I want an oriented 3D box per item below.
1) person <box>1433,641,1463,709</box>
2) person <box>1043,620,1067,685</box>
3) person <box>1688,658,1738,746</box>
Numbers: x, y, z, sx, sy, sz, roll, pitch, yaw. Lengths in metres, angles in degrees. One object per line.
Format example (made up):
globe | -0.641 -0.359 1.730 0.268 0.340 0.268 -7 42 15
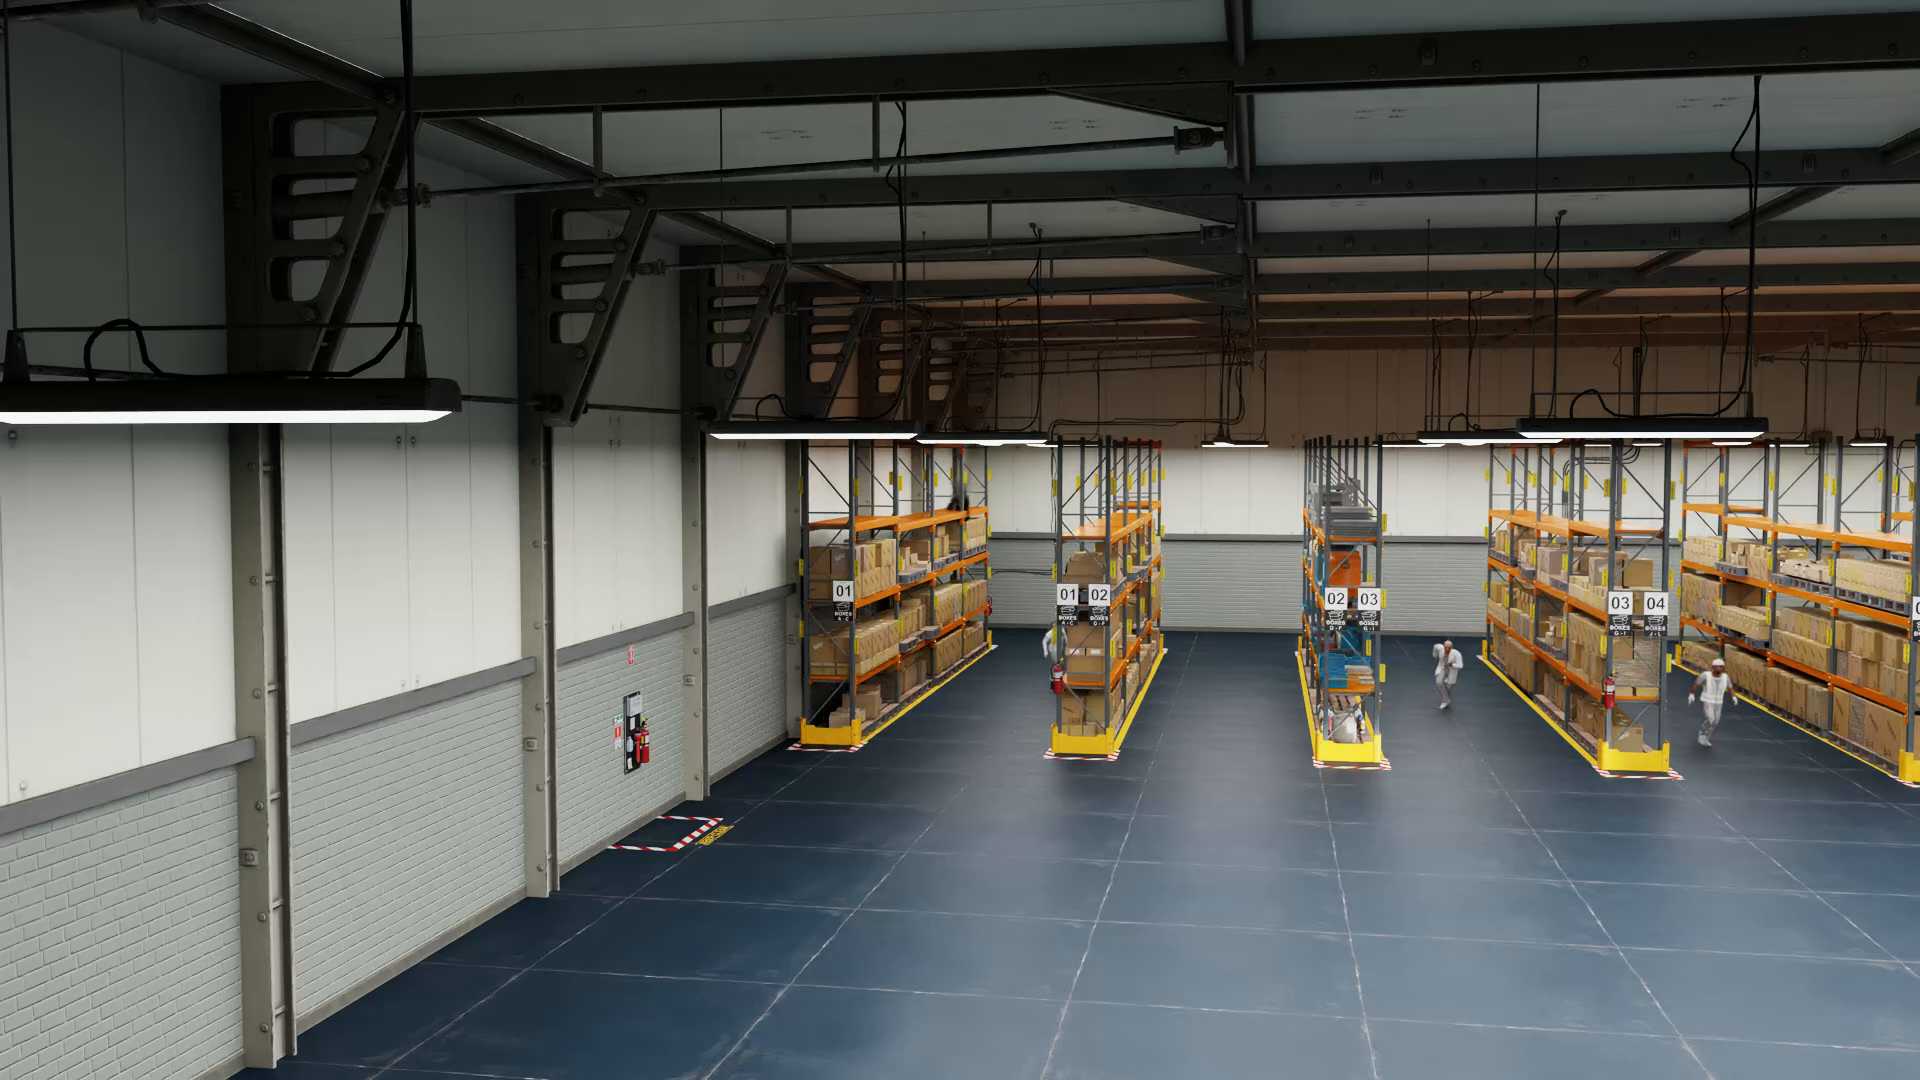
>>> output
person | 10.839 2.968 36.947 0.693 1.558 1.240 1 3 22
person | 2.380 2.751 40.561 0.624 1.631 0.733 -2 4 -30
person | 14.453 3.118 31.841 0.654 1.723 0.845 0 3 -7
